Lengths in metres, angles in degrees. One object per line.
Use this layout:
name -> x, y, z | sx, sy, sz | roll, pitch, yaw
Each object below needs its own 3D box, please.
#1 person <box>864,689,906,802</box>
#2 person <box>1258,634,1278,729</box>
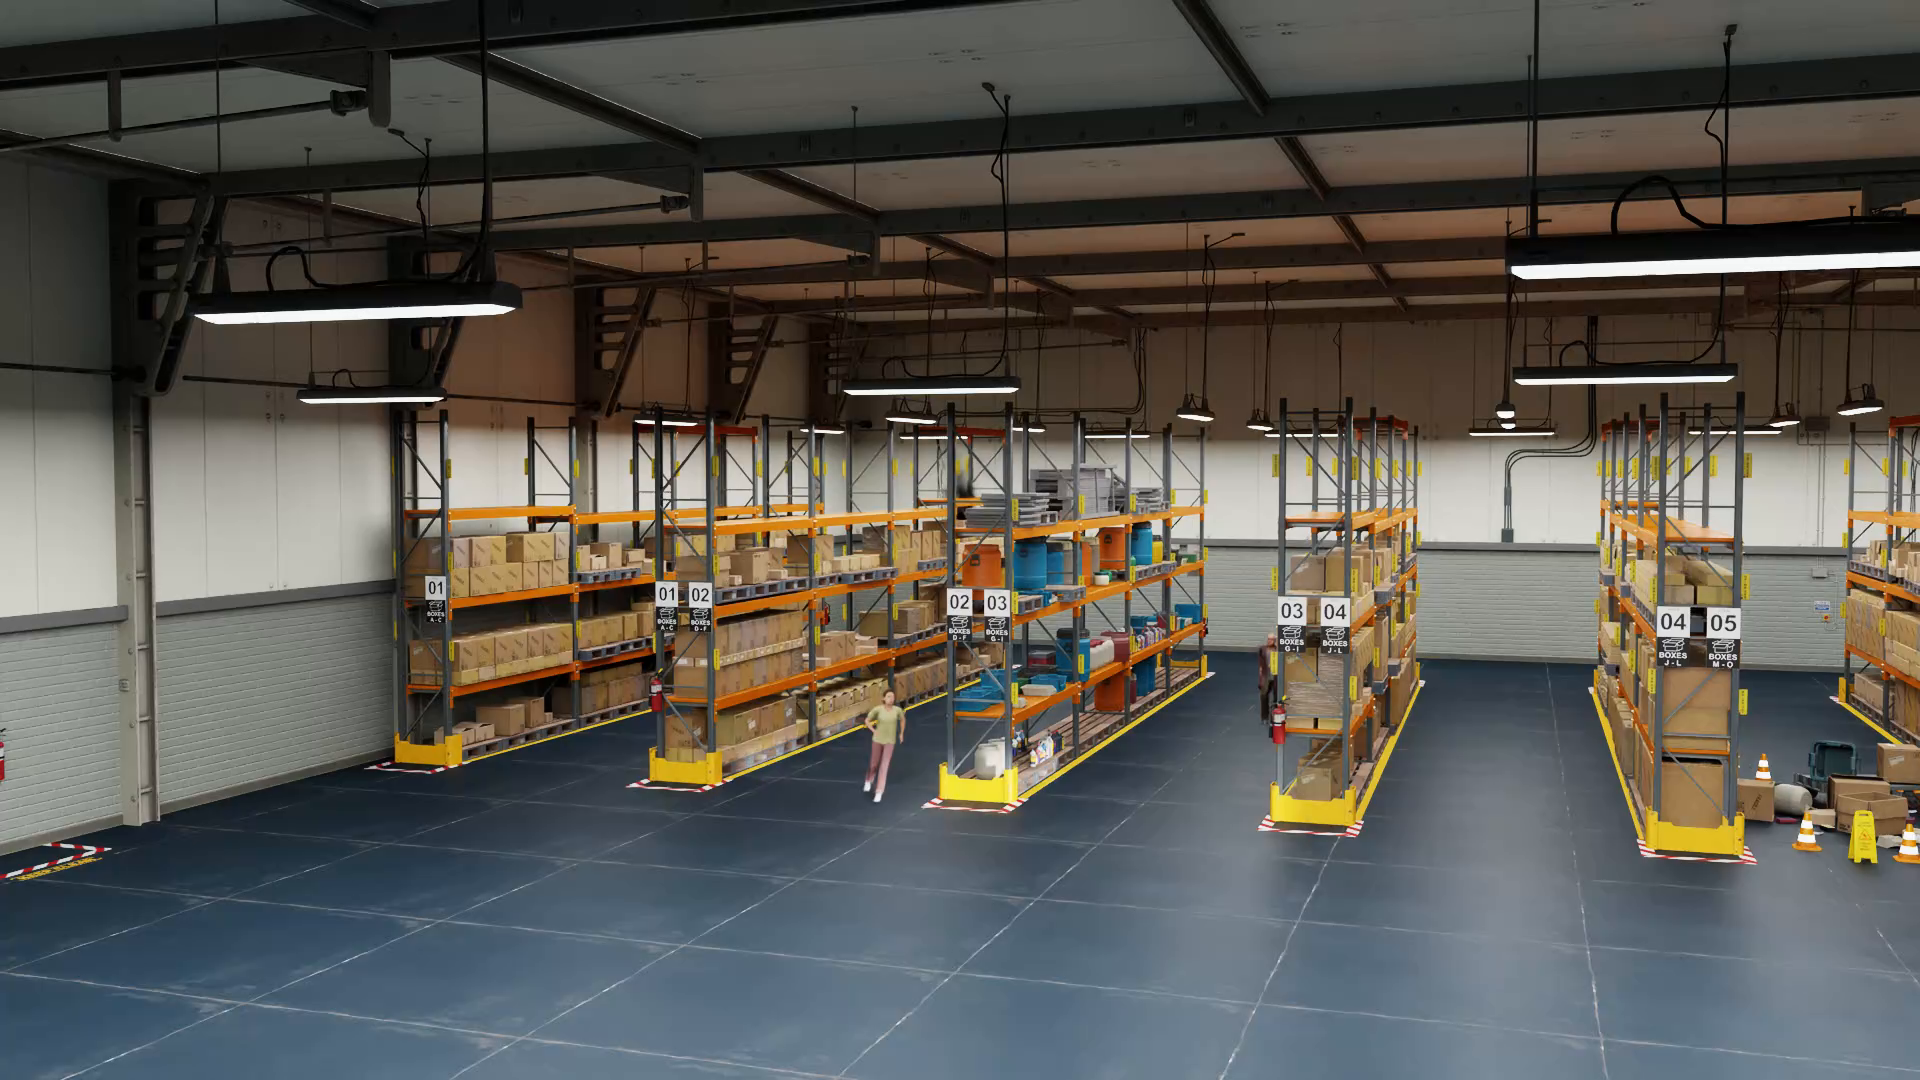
person -> -1.133, 3.081, 25.248 | 0.640, 1.639, 0.951 | 0, 2, -6
person -> 6.127, 2.785, 32.488 | 0.650, 1.749, 1.134 | 1, 3, 19
